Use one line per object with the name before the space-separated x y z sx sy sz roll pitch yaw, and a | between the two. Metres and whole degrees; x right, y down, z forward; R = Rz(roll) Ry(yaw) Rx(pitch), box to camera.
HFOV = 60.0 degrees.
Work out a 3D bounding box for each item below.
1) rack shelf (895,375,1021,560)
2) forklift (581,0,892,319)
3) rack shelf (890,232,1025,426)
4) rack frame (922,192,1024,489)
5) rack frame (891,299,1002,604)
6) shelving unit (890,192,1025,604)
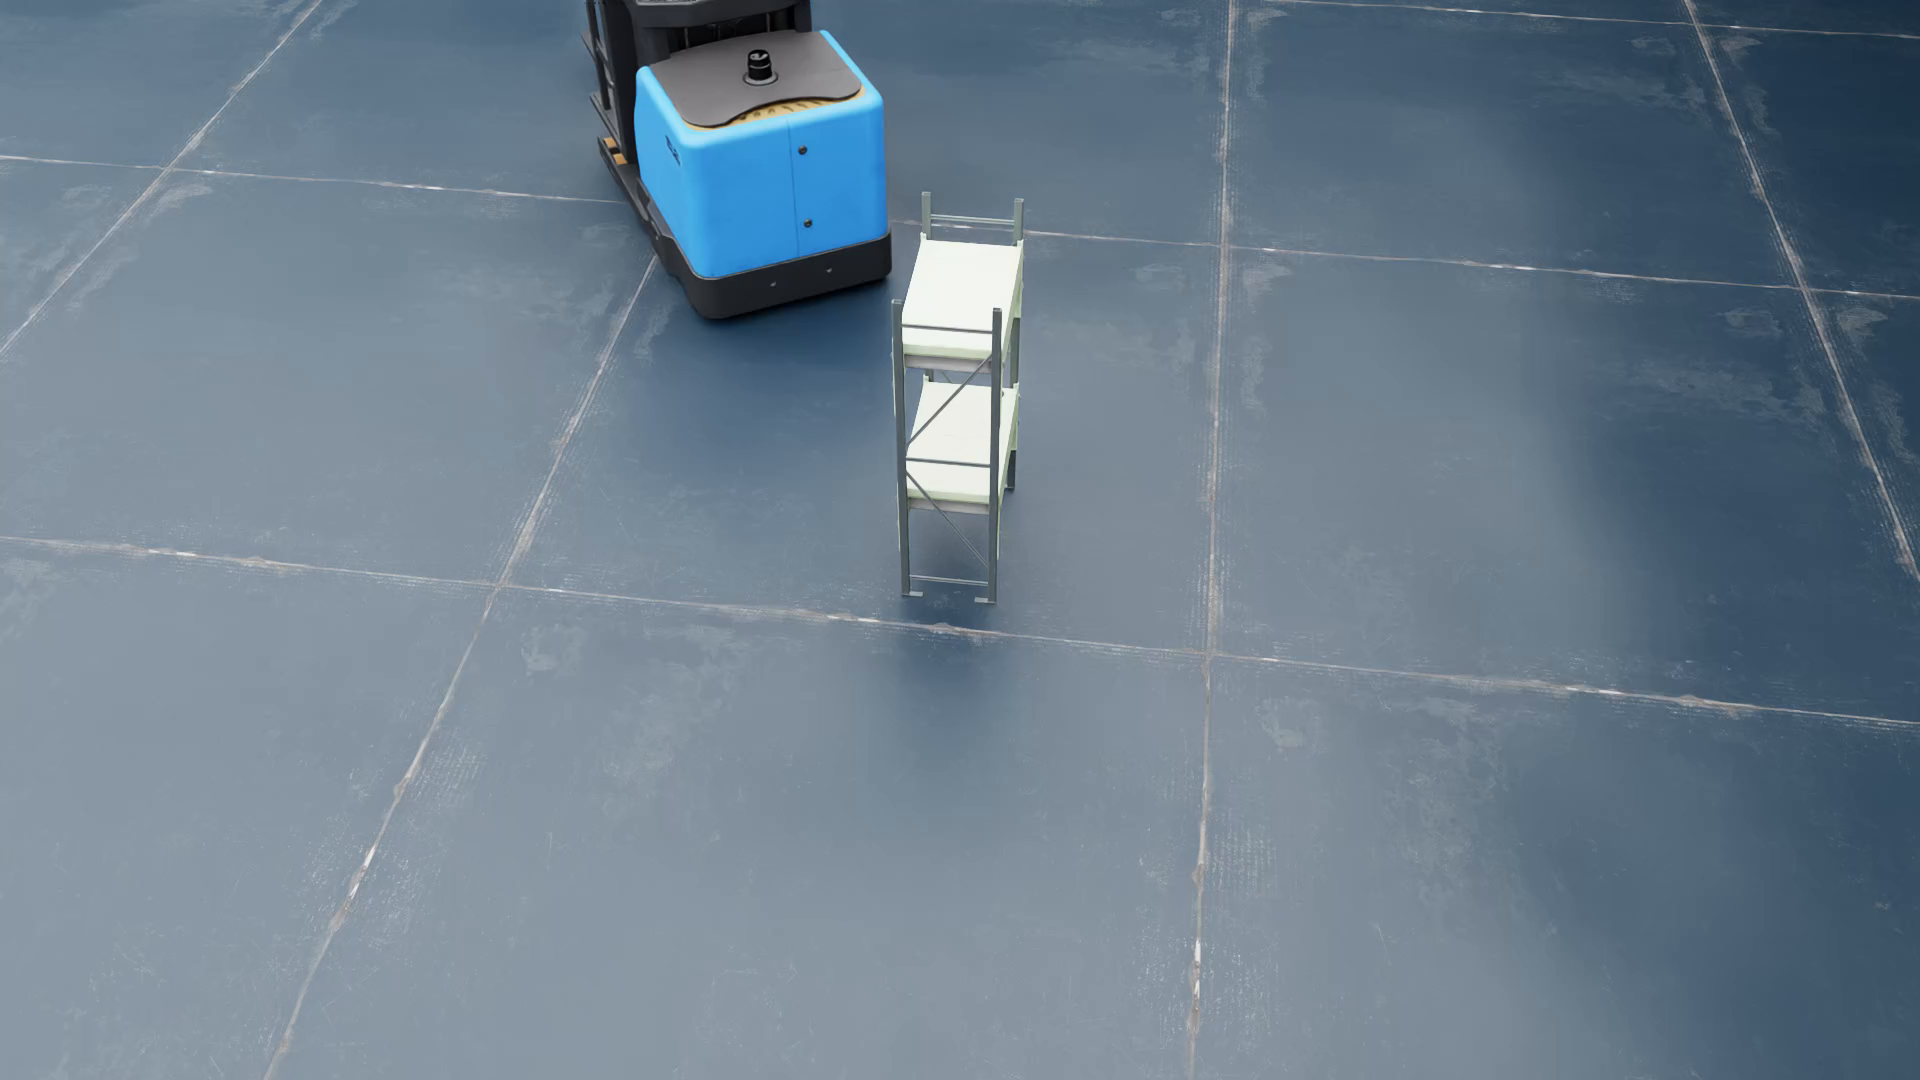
rack shelf | 0.001 -0.312 6.985 0.431 0.370 0.720 5 44 6
forklift | -1.416 -3.194 8.513 1.130 2.935 3.031 -17 46 -17
rack shelf | 0.001 -0.833 6.493 0.431 0.370 0.720 5 44 6
rack frame | 0.049 -0.799 7.025 0.400 1.500 0.023 5 44 6
rack frame | -0.048 -0.300 6.498 0.400 1.500 0.023 5 44 6
shelving unit | 0.001 -0.549 6.761 0.431 1.500 0.755 5 44 6
